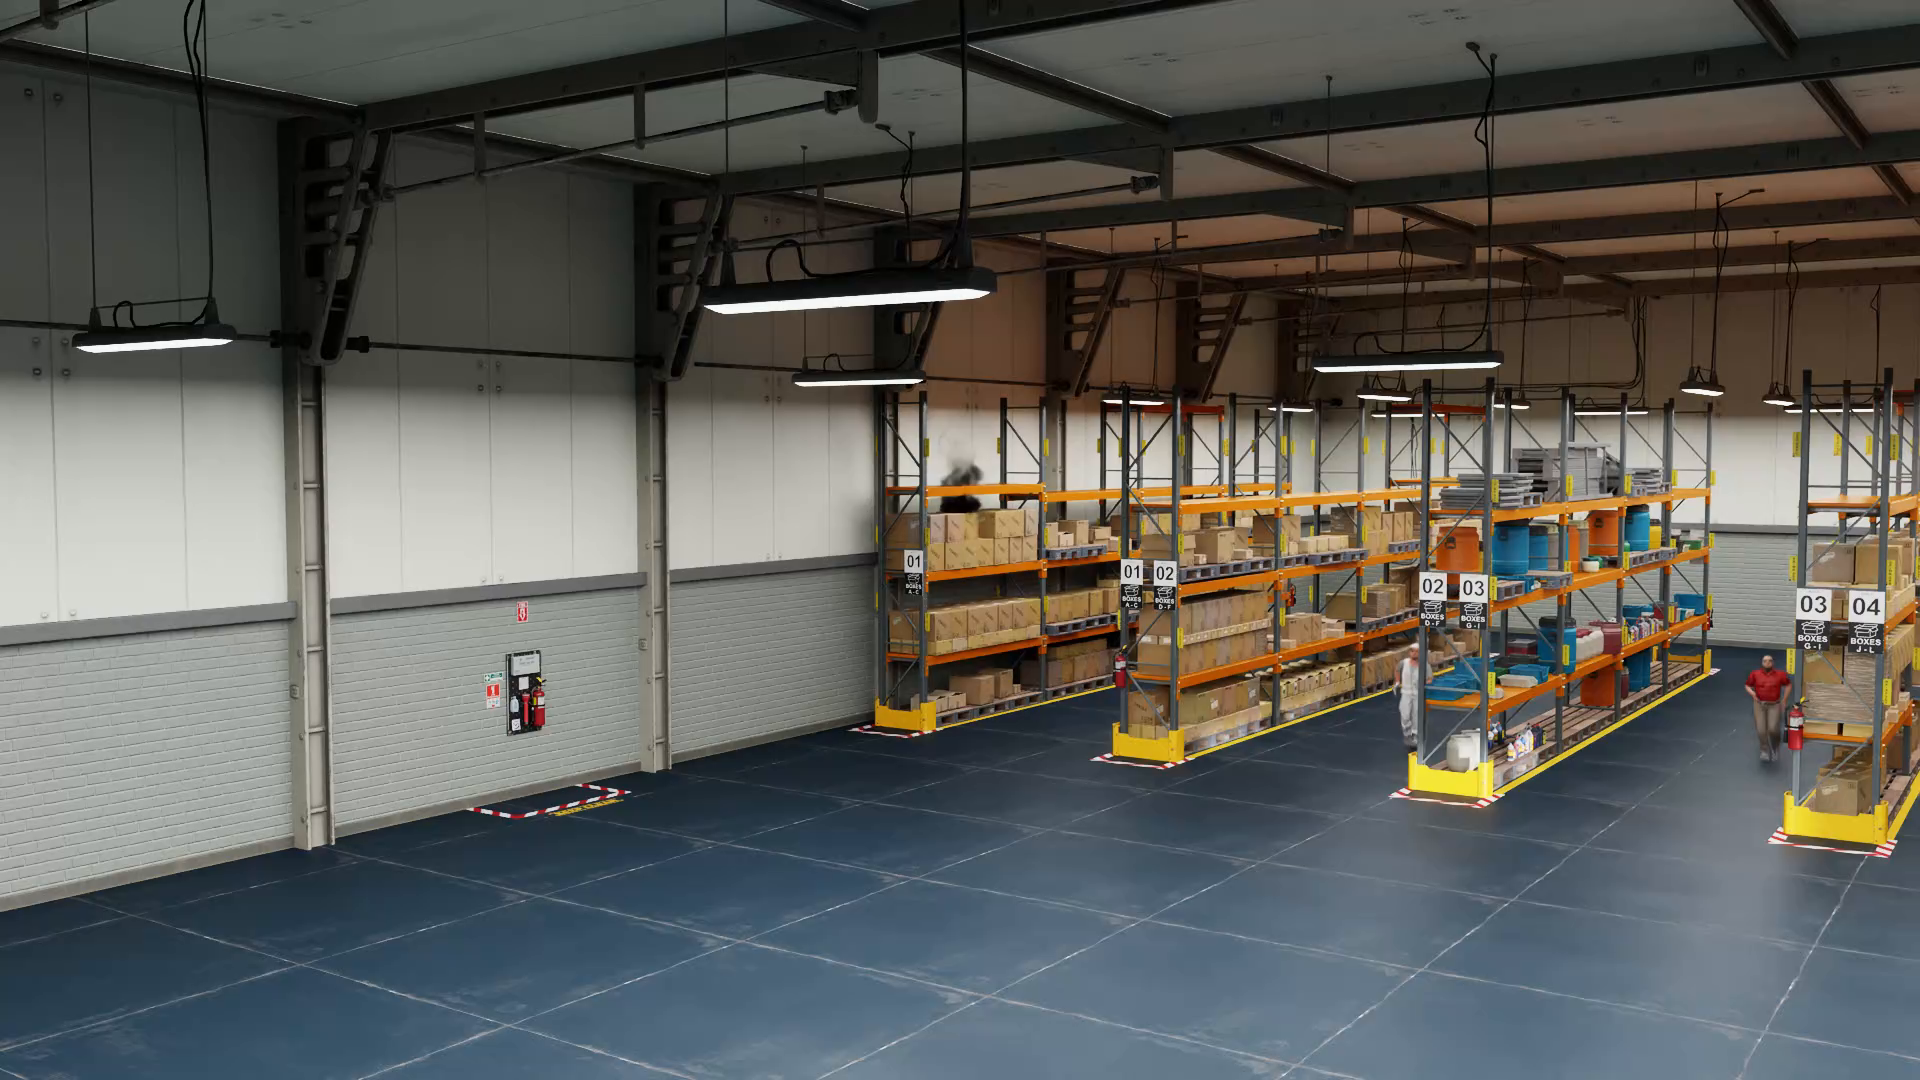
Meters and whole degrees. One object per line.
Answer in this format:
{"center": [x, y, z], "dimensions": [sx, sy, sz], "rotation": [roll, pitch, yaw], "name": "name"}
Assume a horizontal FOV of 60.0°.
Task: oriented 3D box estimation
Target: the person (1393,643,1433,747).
{"center": [7.499, 2.580, 27.542], "dimensions": [0.652, 1.752, 0.641], "rotation": [1, 3, 20], "name": "person"}

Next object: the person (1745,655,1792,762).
{"center": [12.847, 2.685, 26.487], "dimensions": [0.659, 1.715, 0.645], "rotation": [2, 4, 32], "name": "person"}
